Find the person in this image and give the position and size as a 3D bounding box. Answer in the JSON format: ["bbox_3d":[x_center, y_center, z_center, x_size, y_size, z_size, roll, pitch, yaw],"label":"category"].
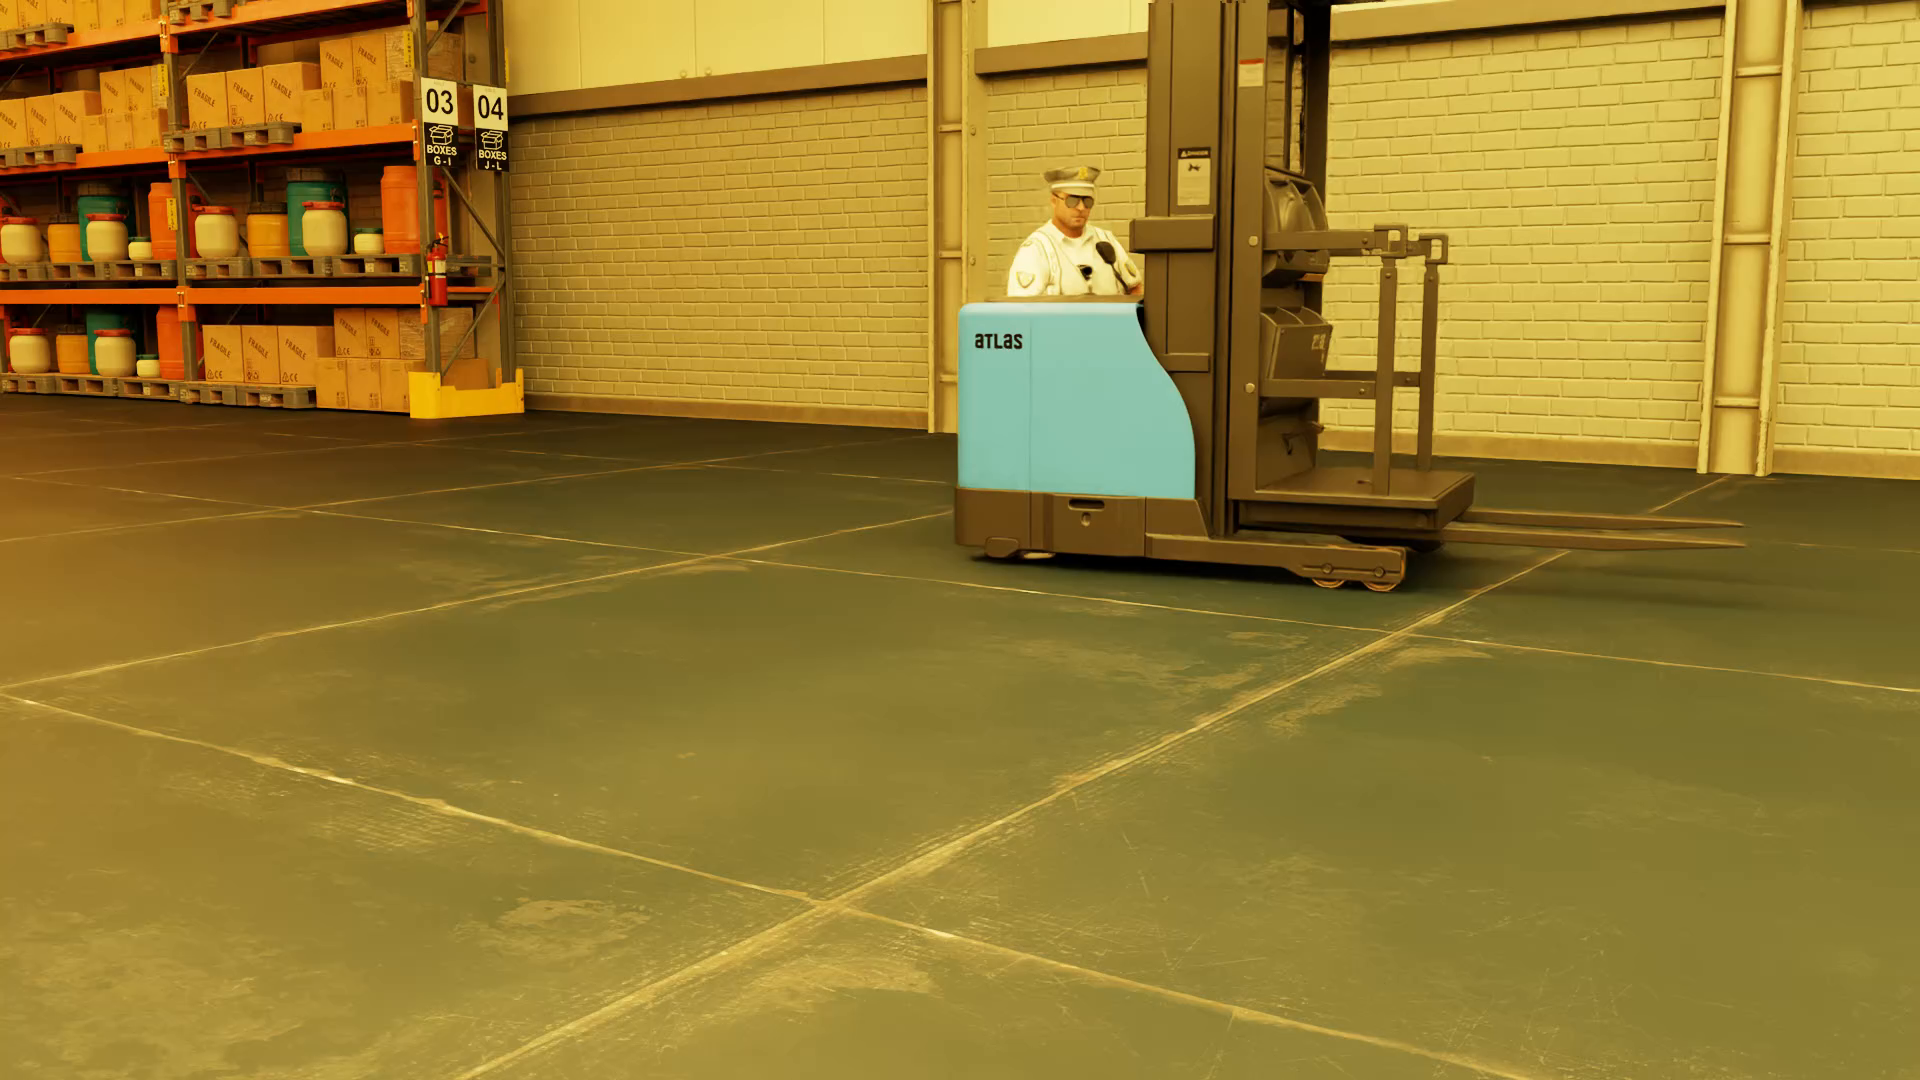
[{"bbox_3d":[0.553,-0.767,7.121,0.795,1.648,0.630,-3,9,-20],"label":"person"}]

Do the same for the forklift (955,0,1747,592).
[{"bbox_3d":[1.539,-1.341,6.622,3.031,2.935,1.130,4,9,24],"label":"forklift"}]
